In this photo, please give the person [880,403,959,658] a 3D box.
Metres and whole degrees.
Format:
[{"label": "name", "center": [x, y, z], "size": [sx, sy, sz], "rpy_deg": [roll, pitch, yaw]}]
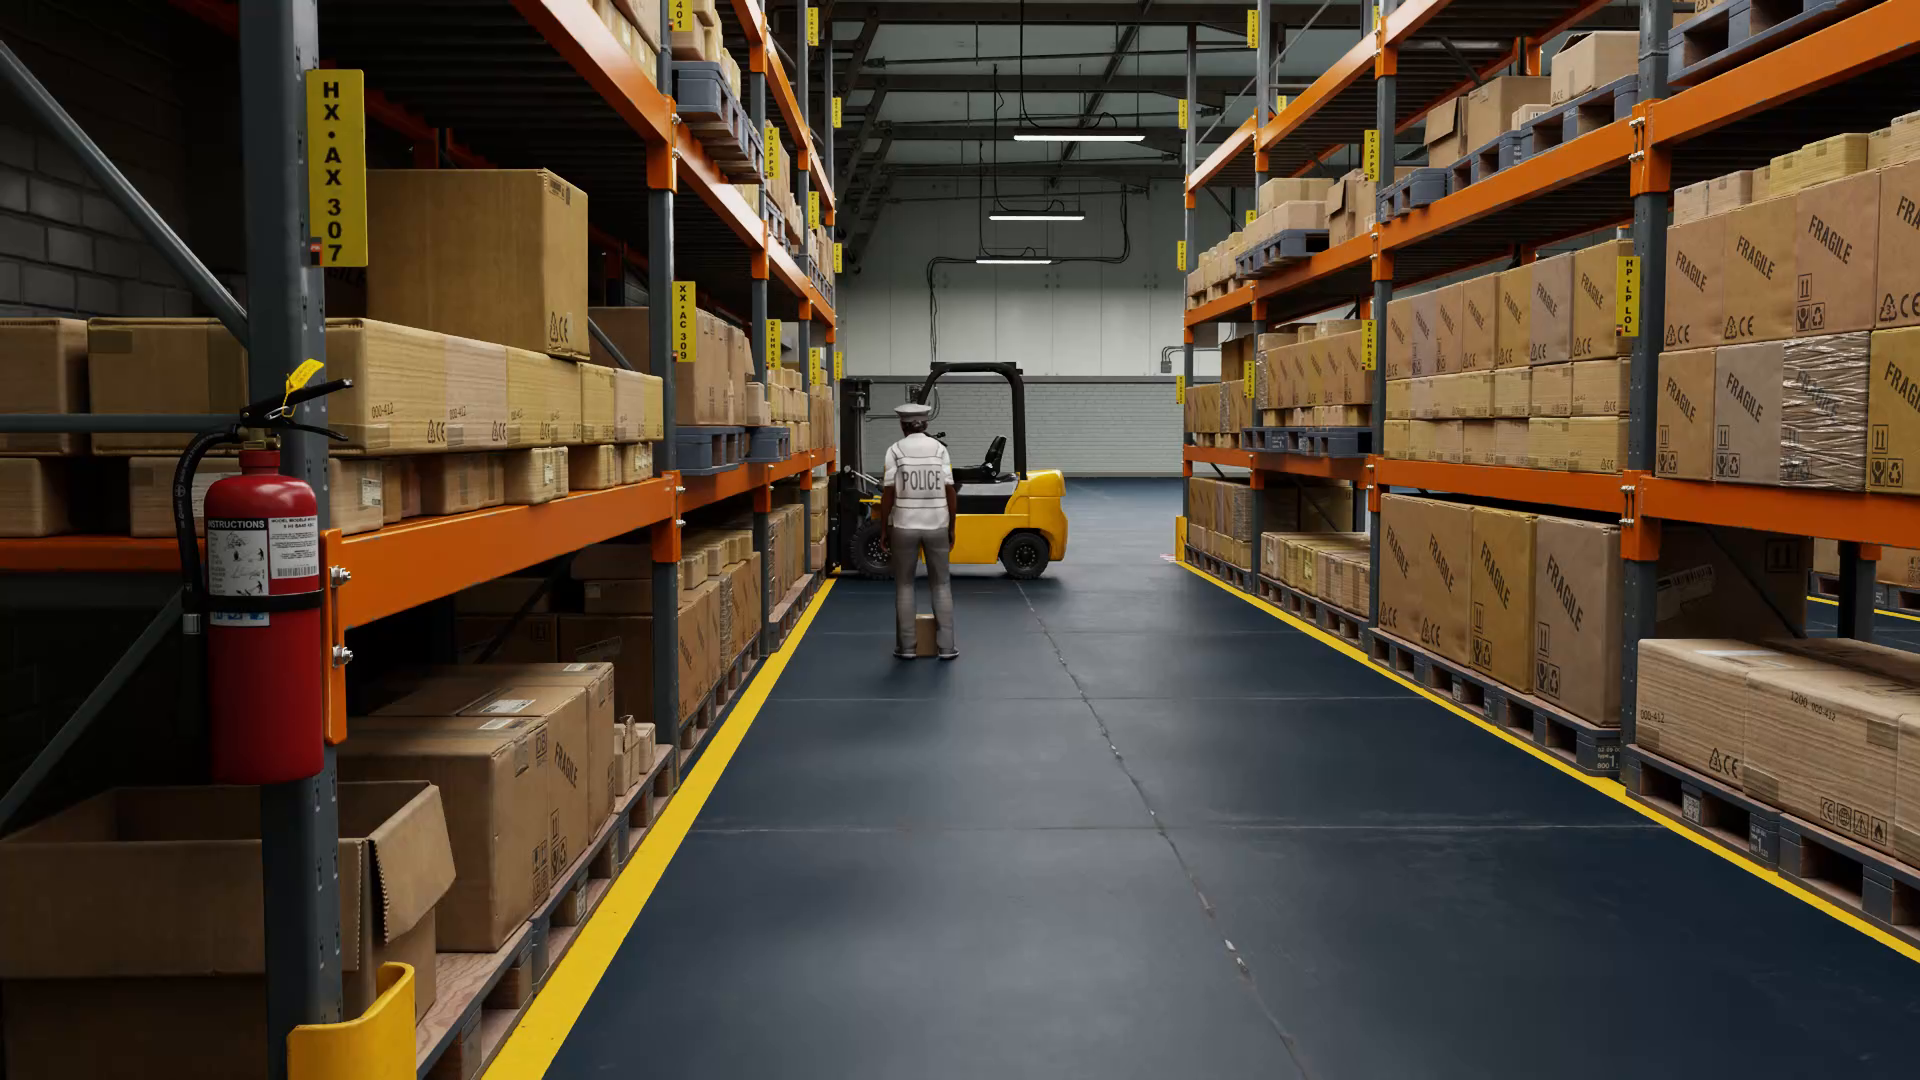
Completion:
[{"label": "person", "center": [-0.260, -0.057, 10.821], "size": [0.532, 1.663, 0.423], "rpy_deg": [-1, 4, -10]}]
